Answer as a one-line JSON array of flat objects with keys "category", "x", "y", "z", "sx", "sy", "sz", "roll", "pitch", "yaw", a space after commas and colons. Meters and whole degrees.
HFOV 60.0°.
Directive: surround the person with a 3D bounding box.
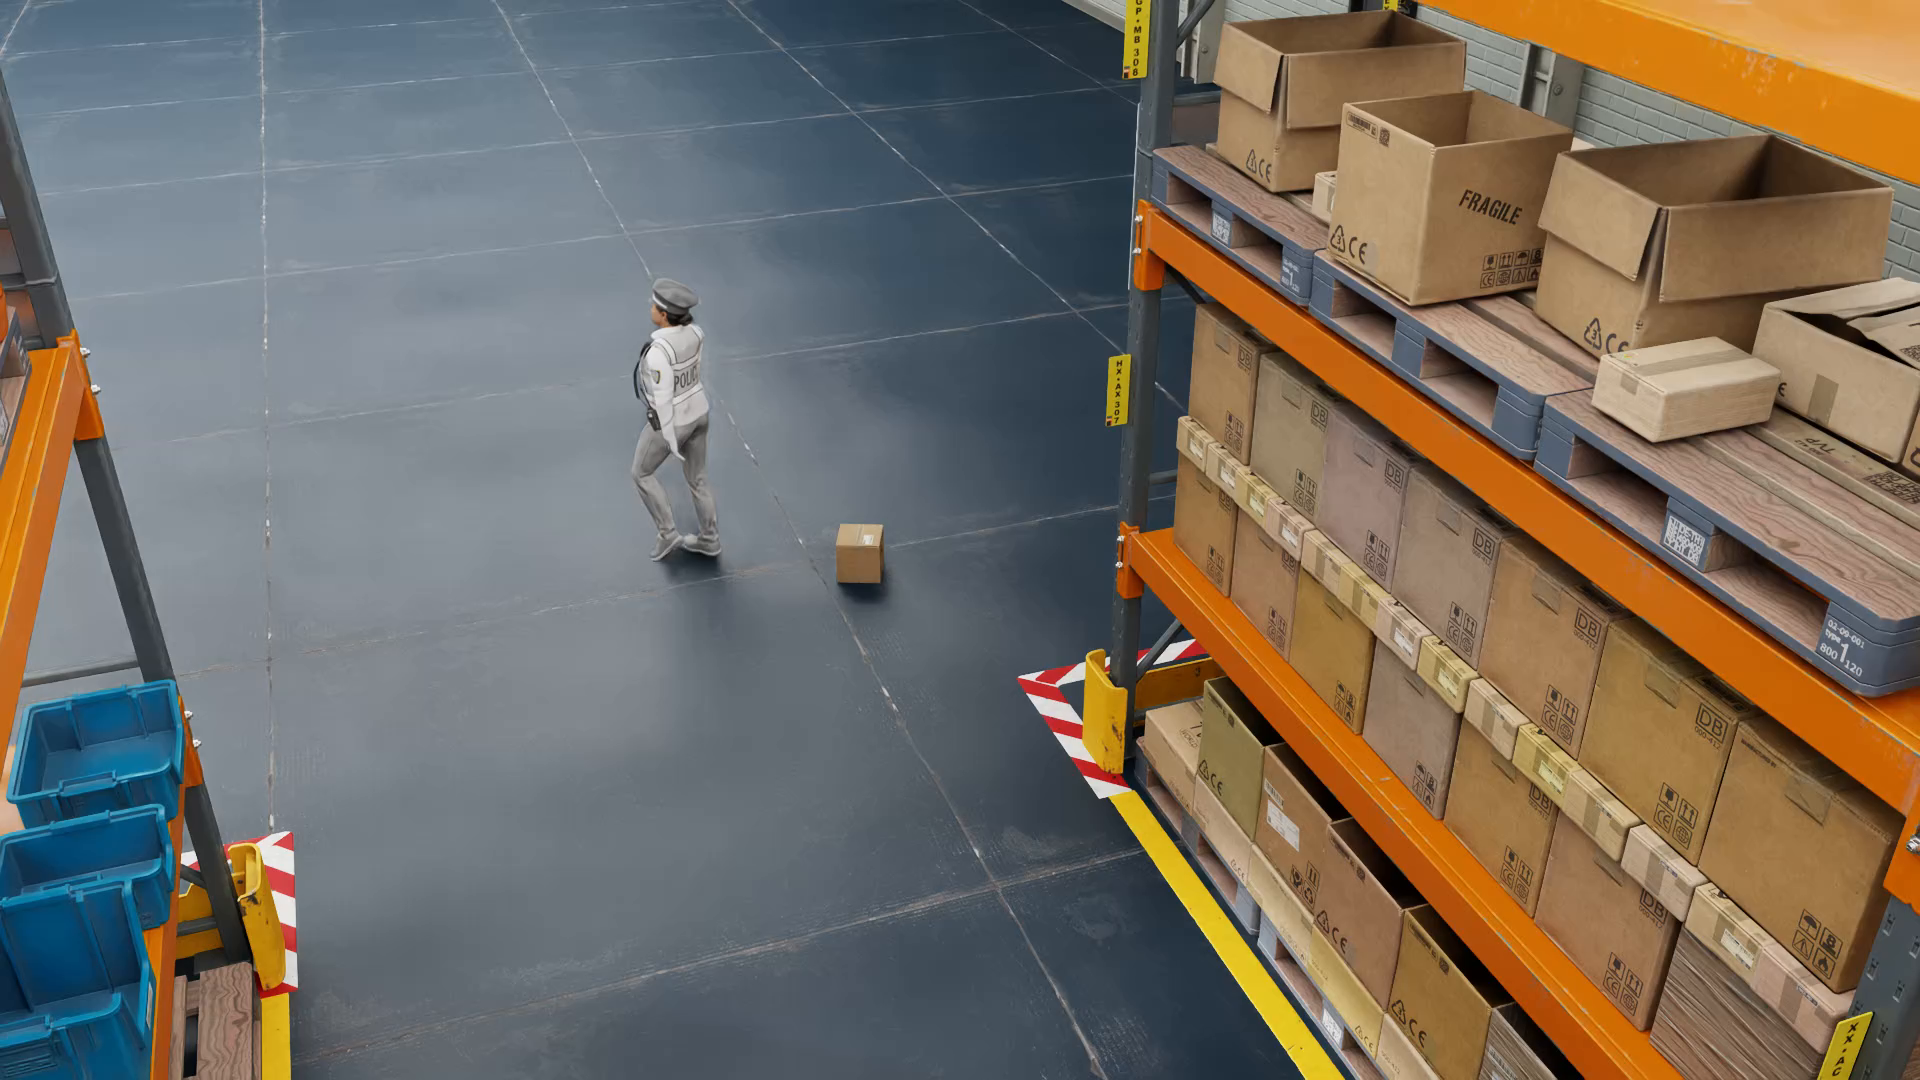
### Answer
[{"category": "person", "x": -1.617, "y": -0.660, "z": 9.452, "sx": 0.481, "sy": 1.736, "sz": 0.477, "roll": 16, "pitch": 34, "yaw": 26}]
